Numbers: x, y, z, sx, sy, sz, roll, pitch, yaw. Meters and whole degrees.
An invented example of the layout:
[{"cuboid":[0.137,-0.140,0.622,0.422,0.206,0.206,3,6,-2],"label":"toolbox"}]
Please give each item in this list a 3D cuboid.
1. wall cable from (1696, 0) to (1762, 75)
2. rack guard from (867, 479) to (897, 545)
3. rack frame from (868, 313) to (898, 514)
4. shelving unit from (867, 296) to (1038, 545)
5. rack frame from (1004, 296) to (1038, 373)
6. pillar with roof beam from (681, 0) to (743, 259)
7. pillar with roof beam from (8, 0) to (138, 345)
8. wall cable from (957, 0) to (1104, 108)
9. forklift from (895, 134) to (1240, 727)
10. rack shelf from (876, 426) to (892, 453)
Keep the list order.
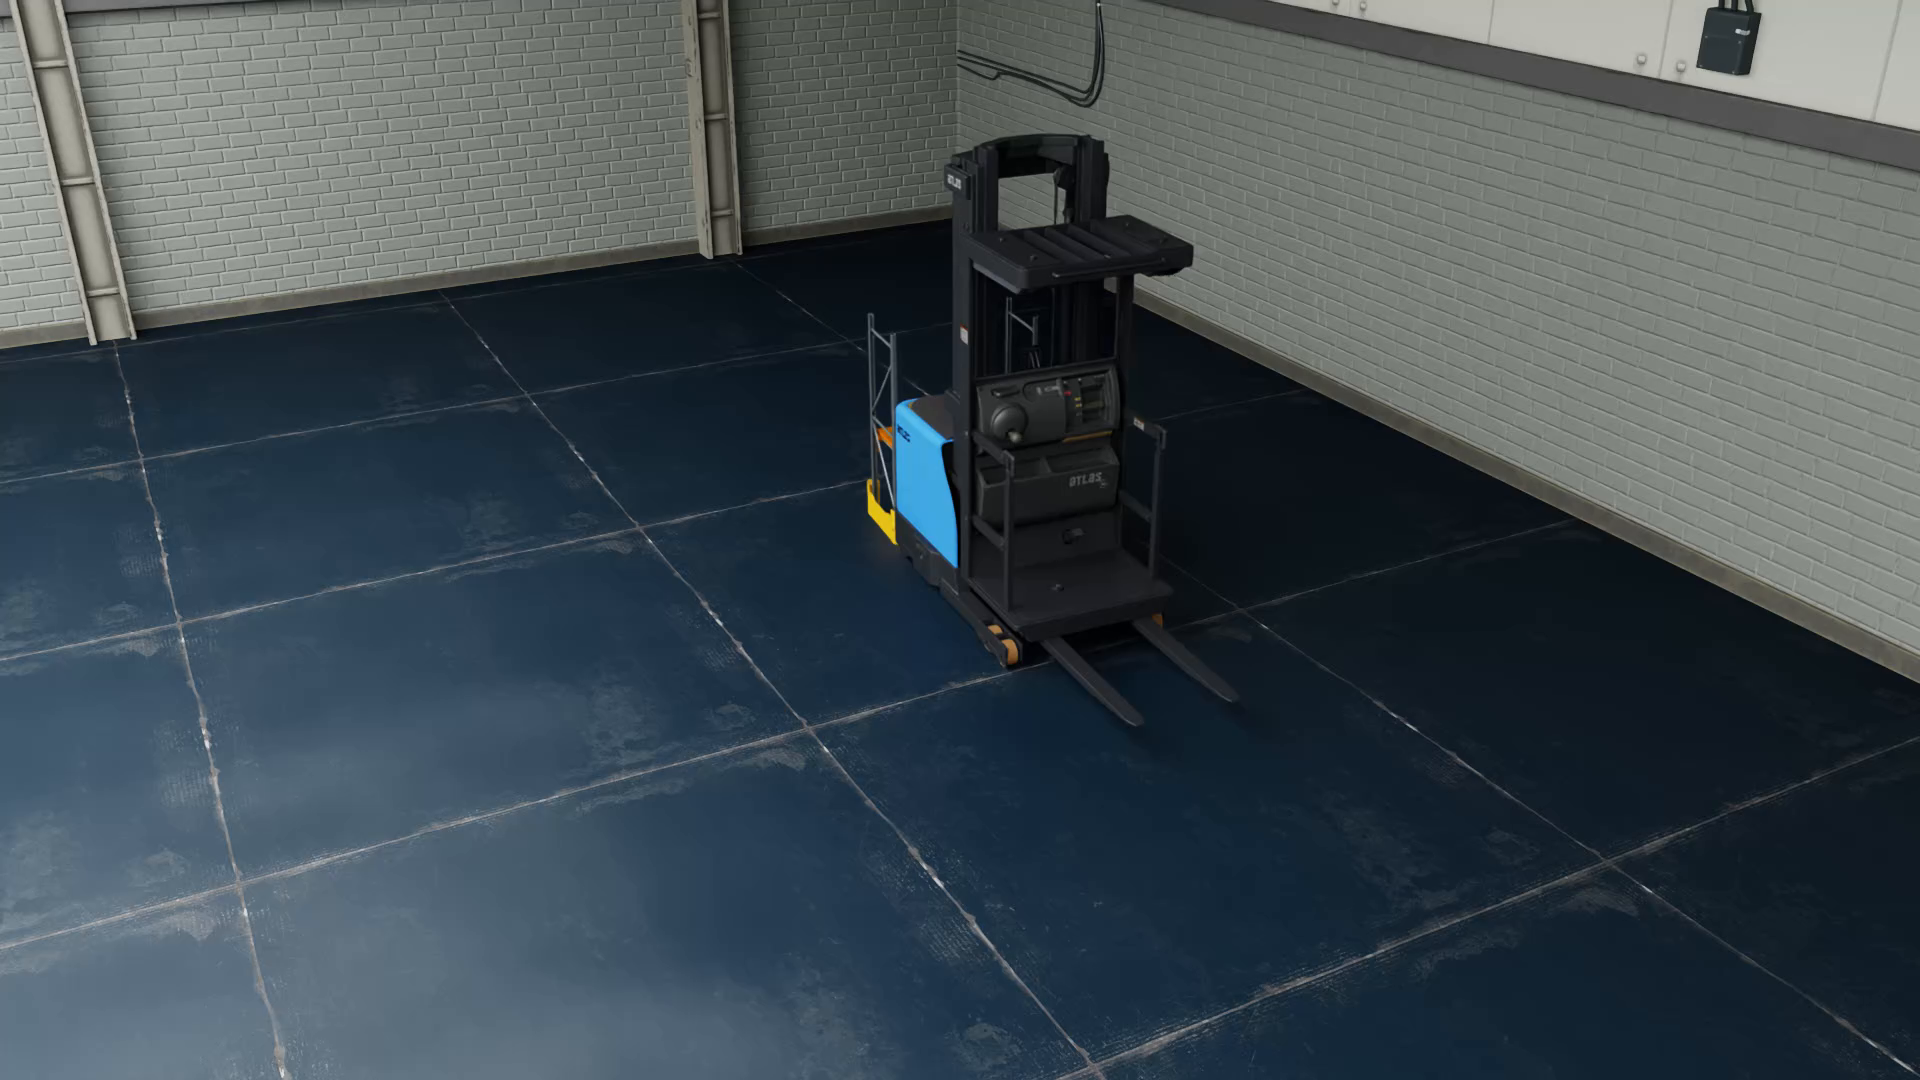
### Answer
[{"cuboid":[5.082,-5.167,7.987,0.169,6.003,2.305,-13,29,-25],"label":"wall cable"},{"cuboid":[-0.521,-0.203,11.687,0.087,0.250,0.587,-10,27,-19],"label":"rack guard"},{"cuboid":[-0.522,-0.767,11.416,0.032,1.500,0.500,-10,27,-19],"label":"rack frame"},{"cuboid":[-0.059,-0.847,11.582,1.083,1.500,0.587,-10,27,-19],"label":"shelving unit"},{"cuboid":[0.422,-0.929,11.755,0.032,1.500,0.500,-10,27,-19],"label":"rack frame"},{"cuboid":[-0.567,-5.523,12.659,0.400,9.000,9.100,-13,29,-25],"label":"pillar with roof beam"},{"cuboid":[-5.861,-4.301,10.114,0.400,9.000,9.100,-13,29,-25],"label":"pillar with roof beam"},{"cuboid":[0.629,-5.863,16.954,0.112,2.526,3.097,-13,29,-25],"label":"wall cable"},{"cuboid":[0.624,-0.776,9.782,1.130,2.935,3.031,-11,28,-22],"label":"forklift"},{"cuboid":[-0.050,-0.686,11.663,1.000,0.185,0.538,-10,27,-19],"label":"rack shelf"}]
